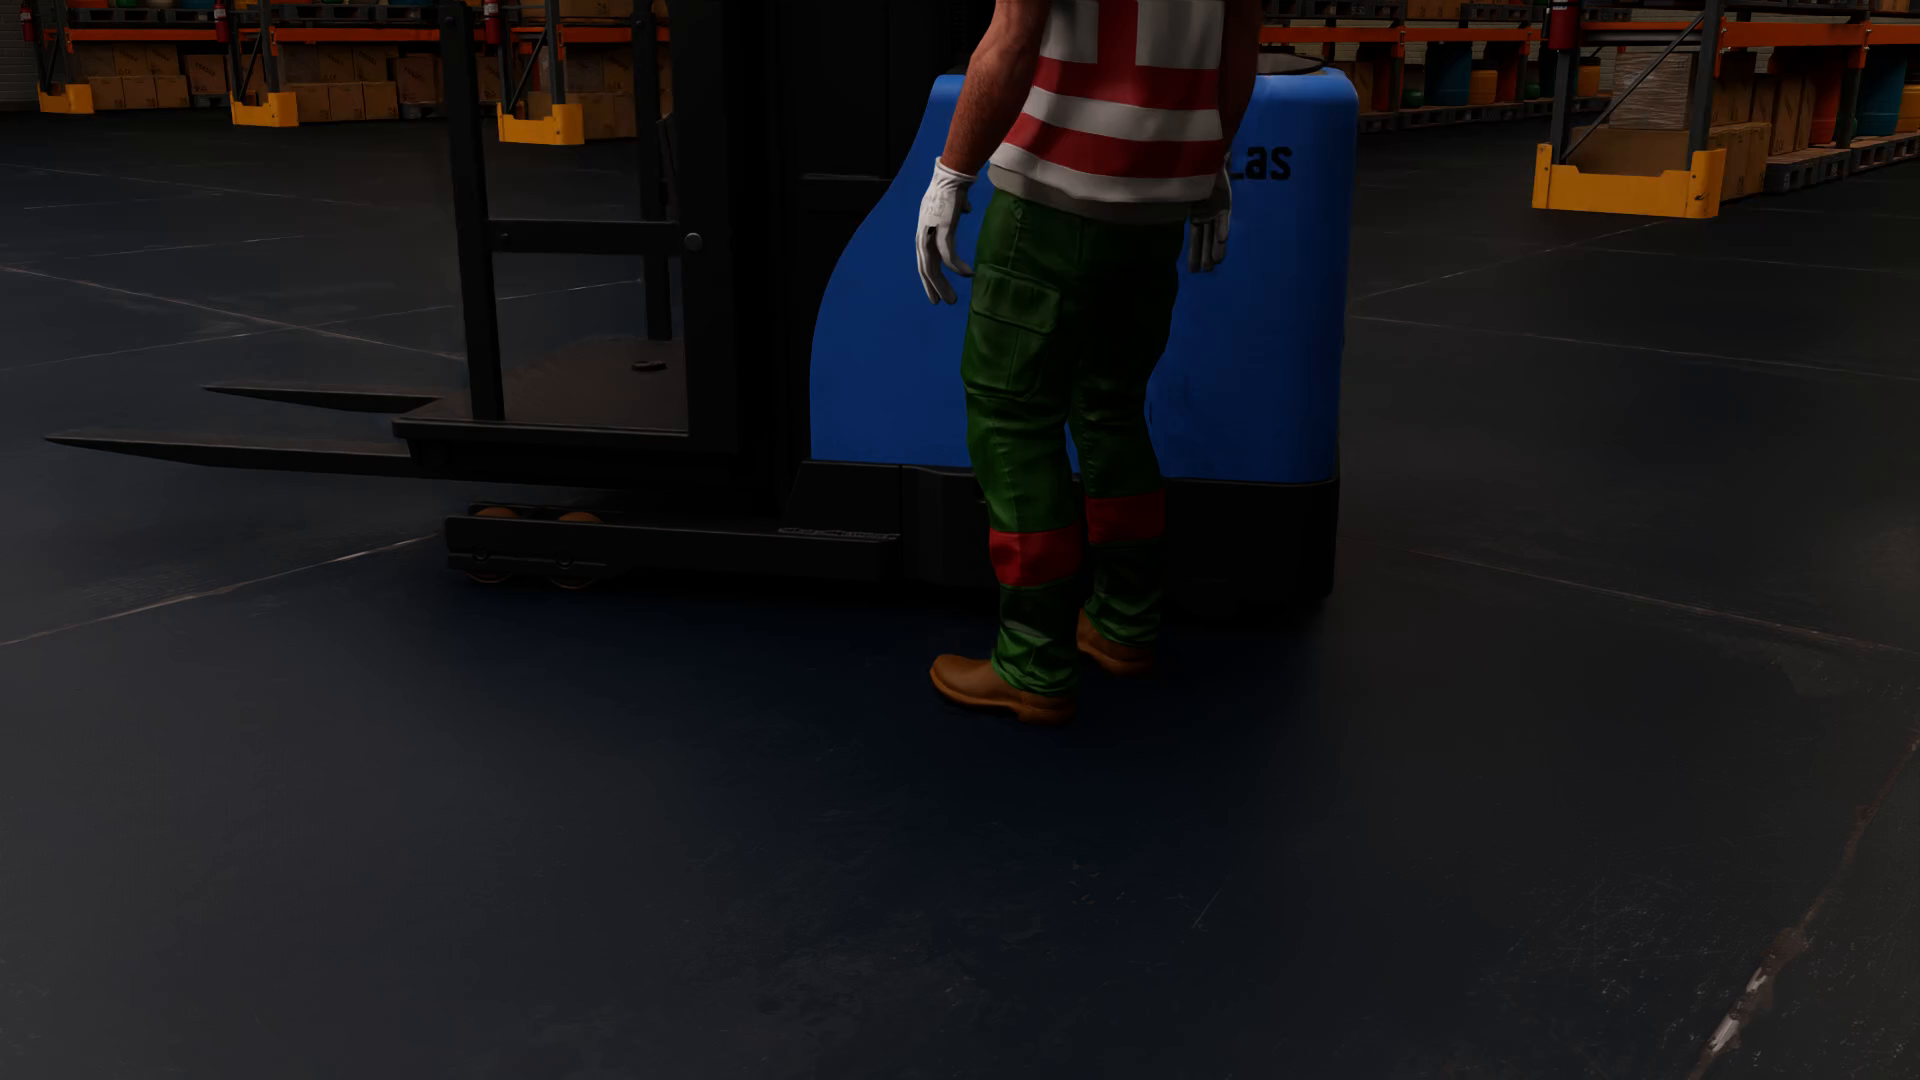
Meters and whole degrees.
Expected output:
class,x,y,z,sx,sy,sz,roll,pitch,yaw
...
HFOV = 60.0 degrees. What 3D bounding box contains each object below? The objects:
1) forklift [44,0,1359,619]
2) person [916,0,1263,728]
class,x,y,z,sx,sy,sz,roll,pitch,yaw
forklift,-0.647,-1.441,3.643,3.031,2.935,1.130,3,17,11
person,0.188,-0.577,2.769,0.462,1.789,0.694,16,23,42
